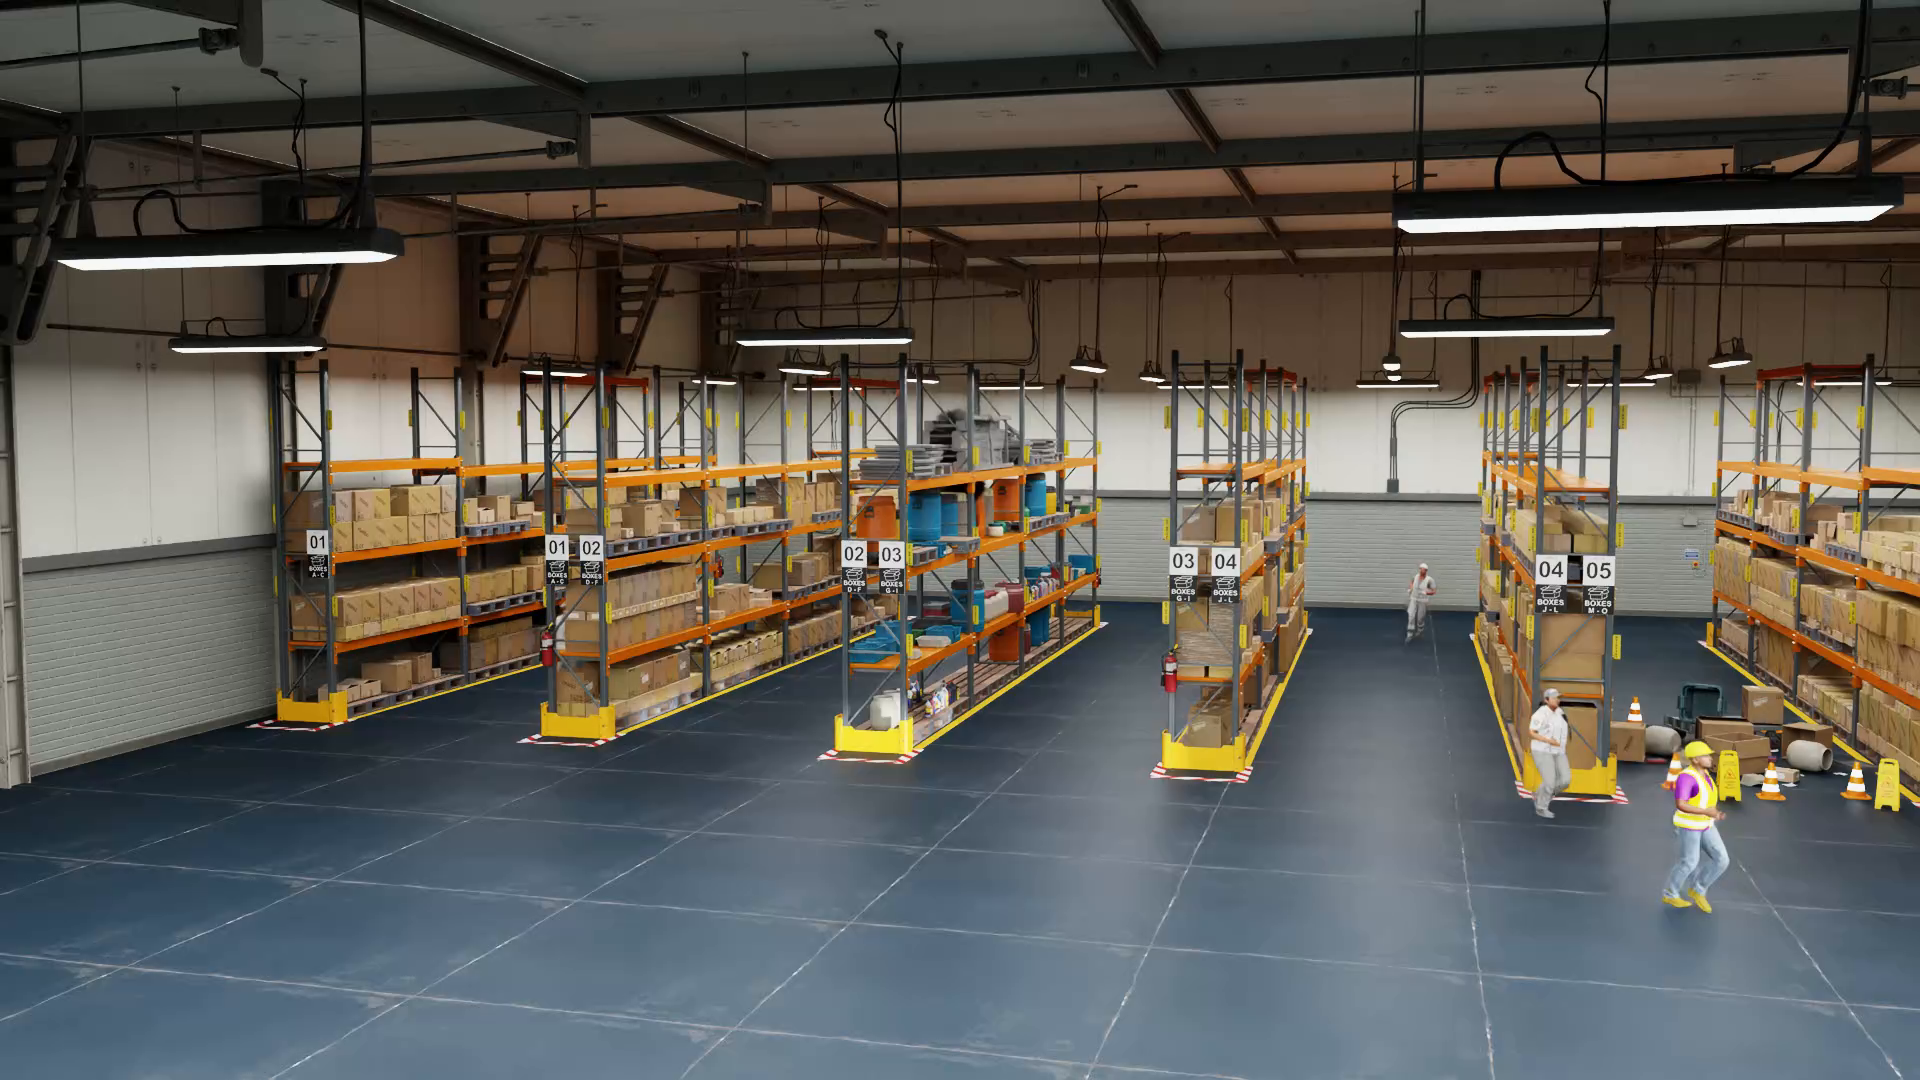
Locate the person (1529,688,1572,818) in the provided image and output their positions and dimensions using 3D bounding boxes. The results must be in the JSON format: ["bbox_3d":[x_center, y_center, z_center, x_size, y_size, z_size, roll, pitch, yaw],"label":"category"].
[{"bbox_3d":[7.493,2.701,21.051,0.620,1.646,0.564,-2,5,-26],"label":"person"}]

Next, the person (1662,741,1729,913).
[{"bbox_3d":[7.474,2.917,16.853,0.684,1.767,0.696,-3,5,-37],"label":"person"}]

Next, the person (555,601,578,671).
[{"bbox_3d":[-7.024,1.956,29.689,0.700,1.757,0.982,1,4,9],"label":"person"}]

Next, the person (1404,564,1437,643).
[{"bbox_3d":[10.476,1.417,37.722,0.691,1.780,0.938,3,5,35],"label":"person"}]
